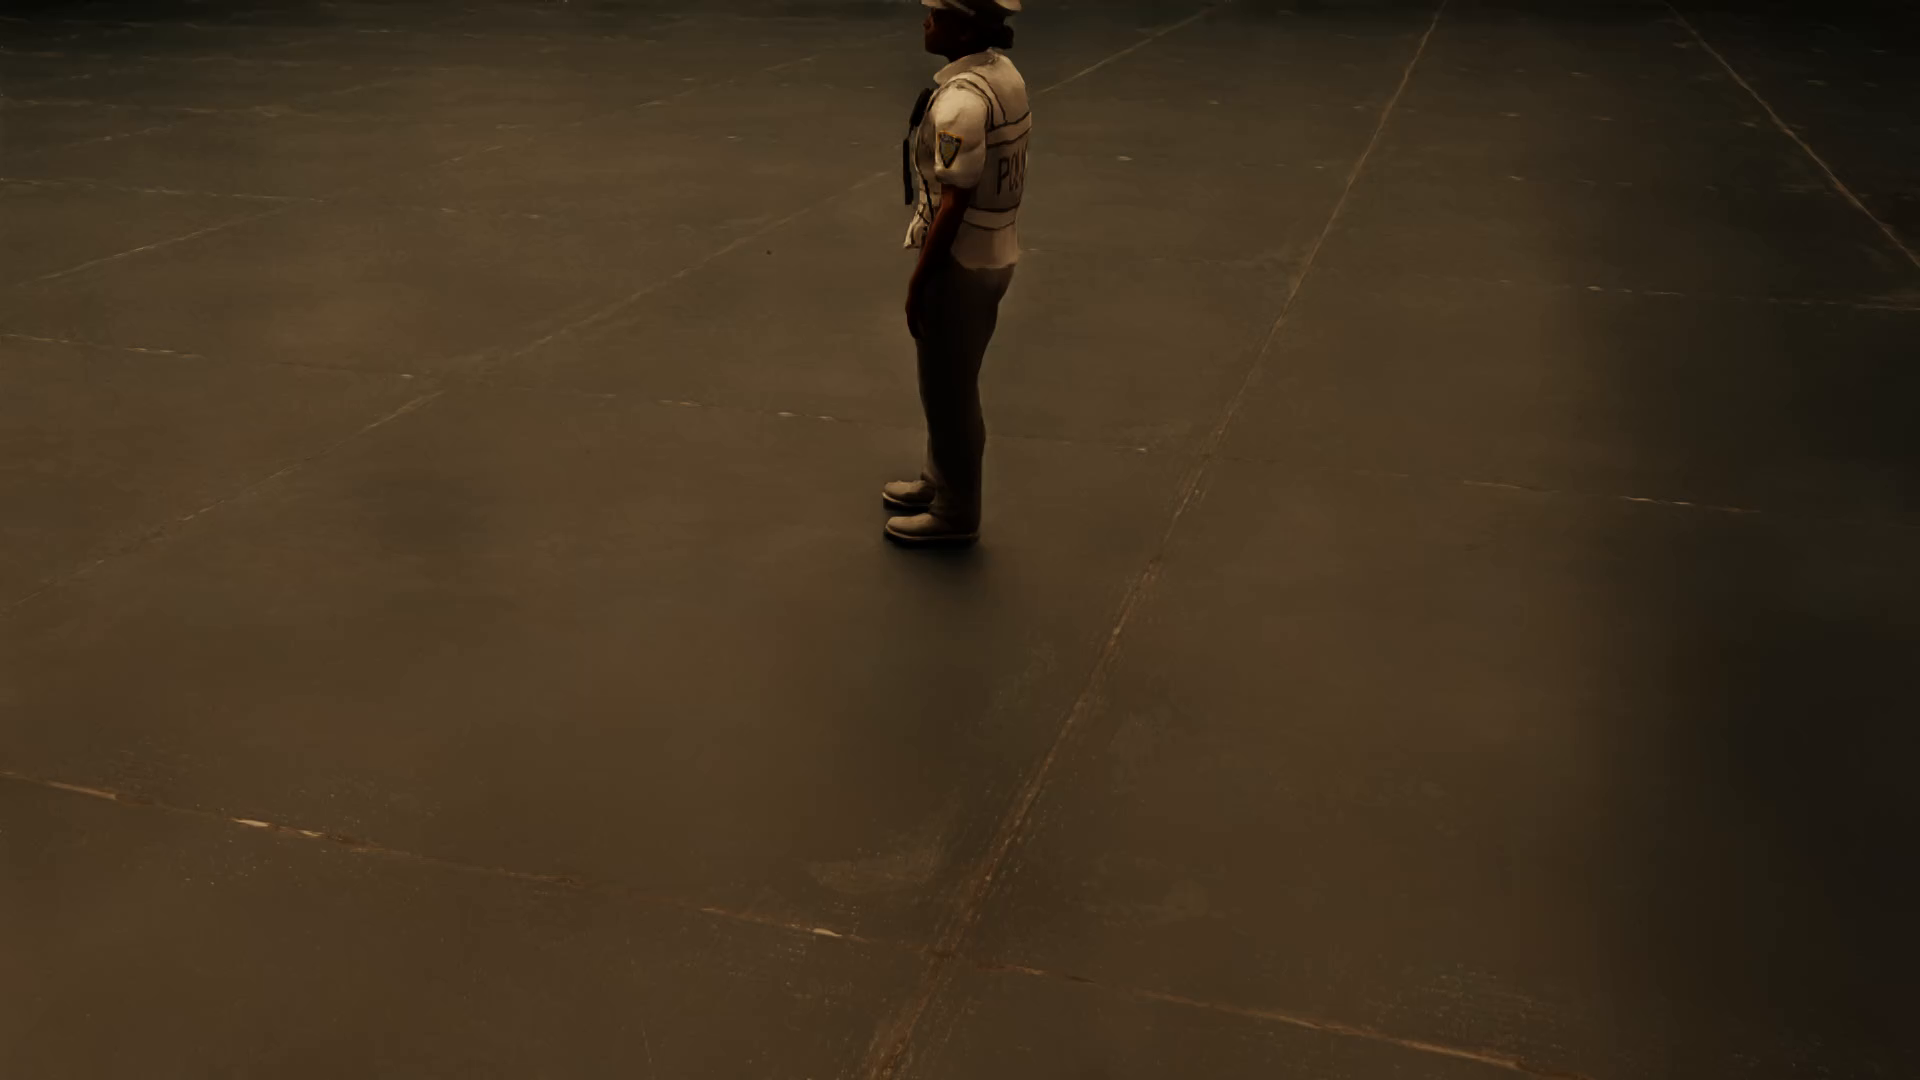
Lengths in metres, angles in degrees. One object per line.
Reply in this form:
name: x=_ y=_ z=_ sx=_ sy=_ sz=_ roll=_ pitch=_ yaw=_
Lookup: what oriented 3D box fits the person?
person: x=-0.063 y=-0.810 z=4.841 sx=0.529 sy=1.695 sz=0.550 roll=7 pitch=23 yaw=16
